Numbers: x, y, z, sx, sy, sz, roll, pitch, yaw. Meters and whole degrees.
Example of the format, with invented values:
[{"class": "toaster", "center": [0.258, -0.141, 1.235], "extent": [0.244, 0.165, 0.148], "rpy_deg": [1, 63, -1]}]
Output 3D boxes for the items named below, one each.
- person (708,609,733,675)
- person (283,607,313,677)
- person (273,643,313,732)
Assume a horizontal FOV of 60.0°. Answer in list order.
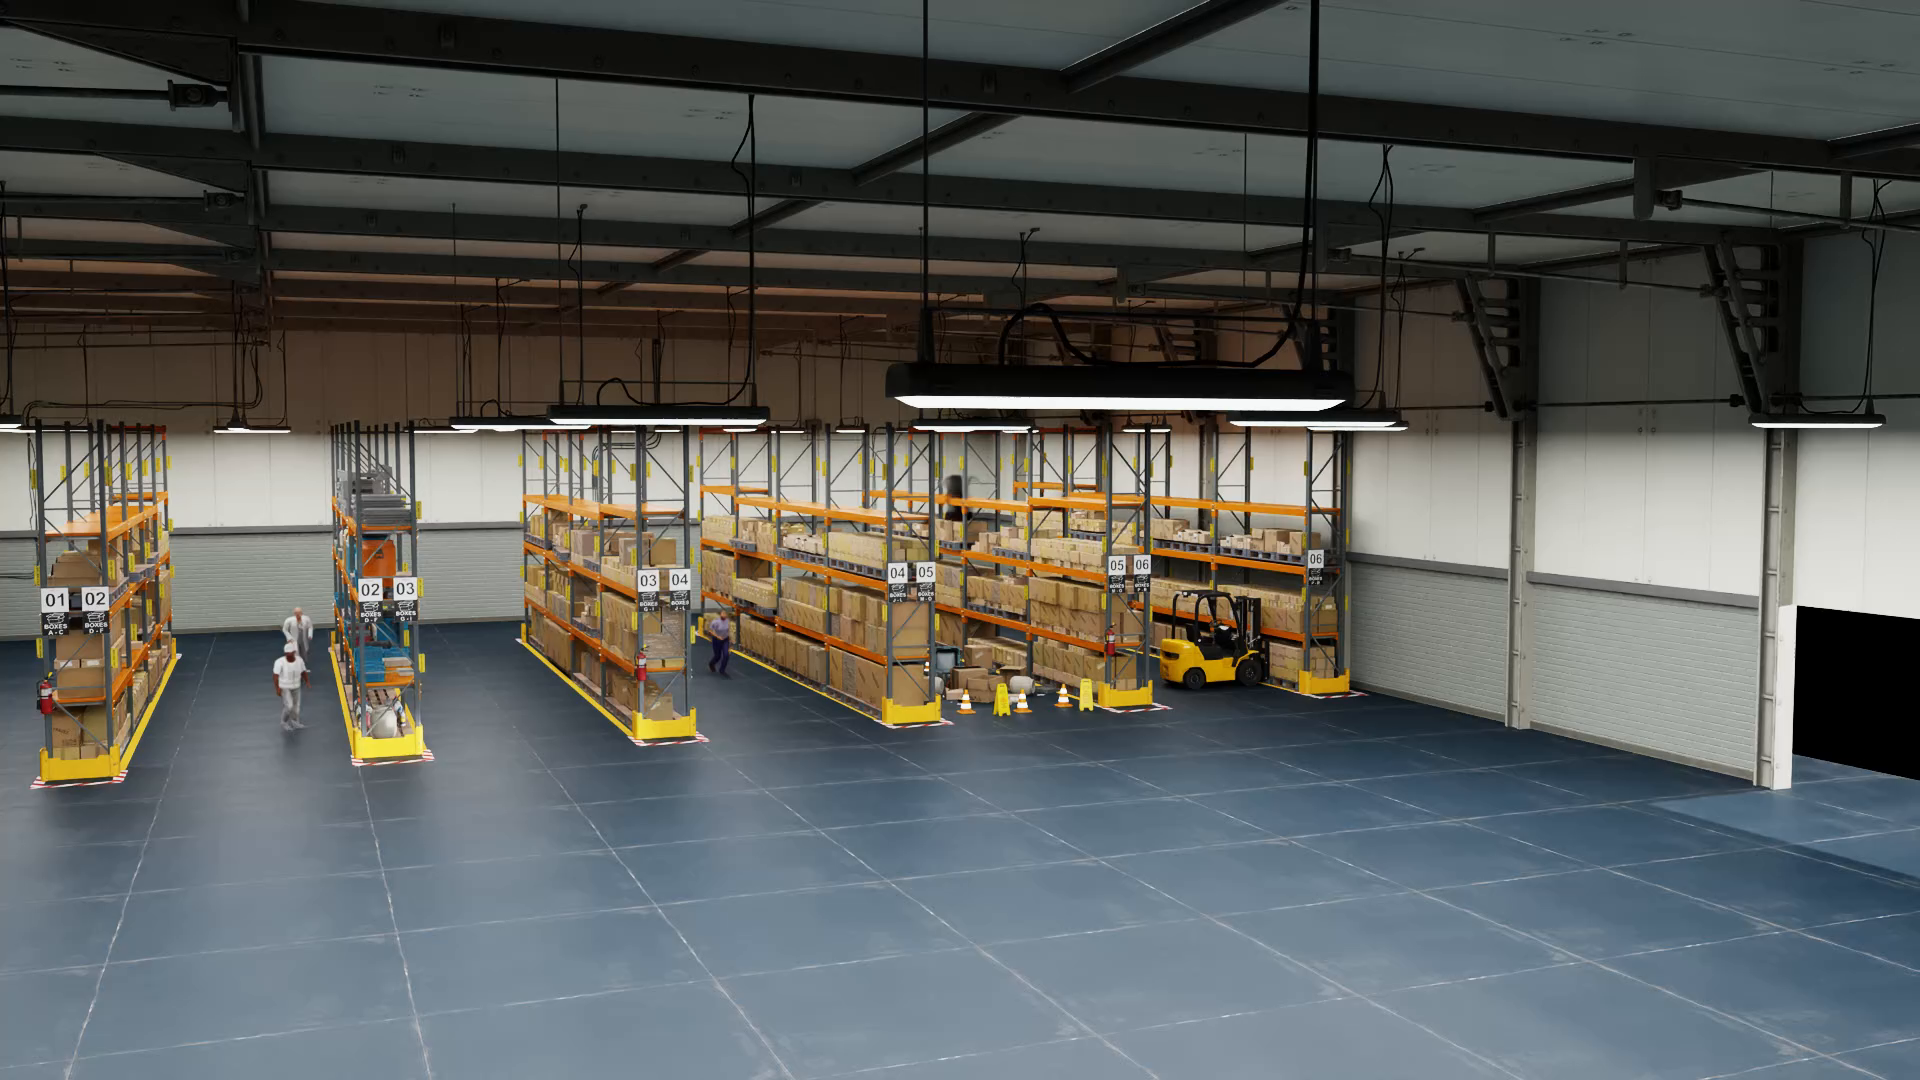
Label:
[{"class": "person", "center": [-5.779, 2.451, 39.944], "extent": [0.604, 1.585, 0.716], "rpy_deg": [-3, 4, -35]}, {"class": "person", "center": [-15.721, 2.412, 39.469], "extent": [0.716, 1.686, 0.889], "rpy_deg": [-3, 5, -41]}, {"class": "person", "center": [-12.975, 2.847, 32.248], "extent": [0.620, 1.730, 0.635], "rpy_deg": [2, 4, 34]}]
